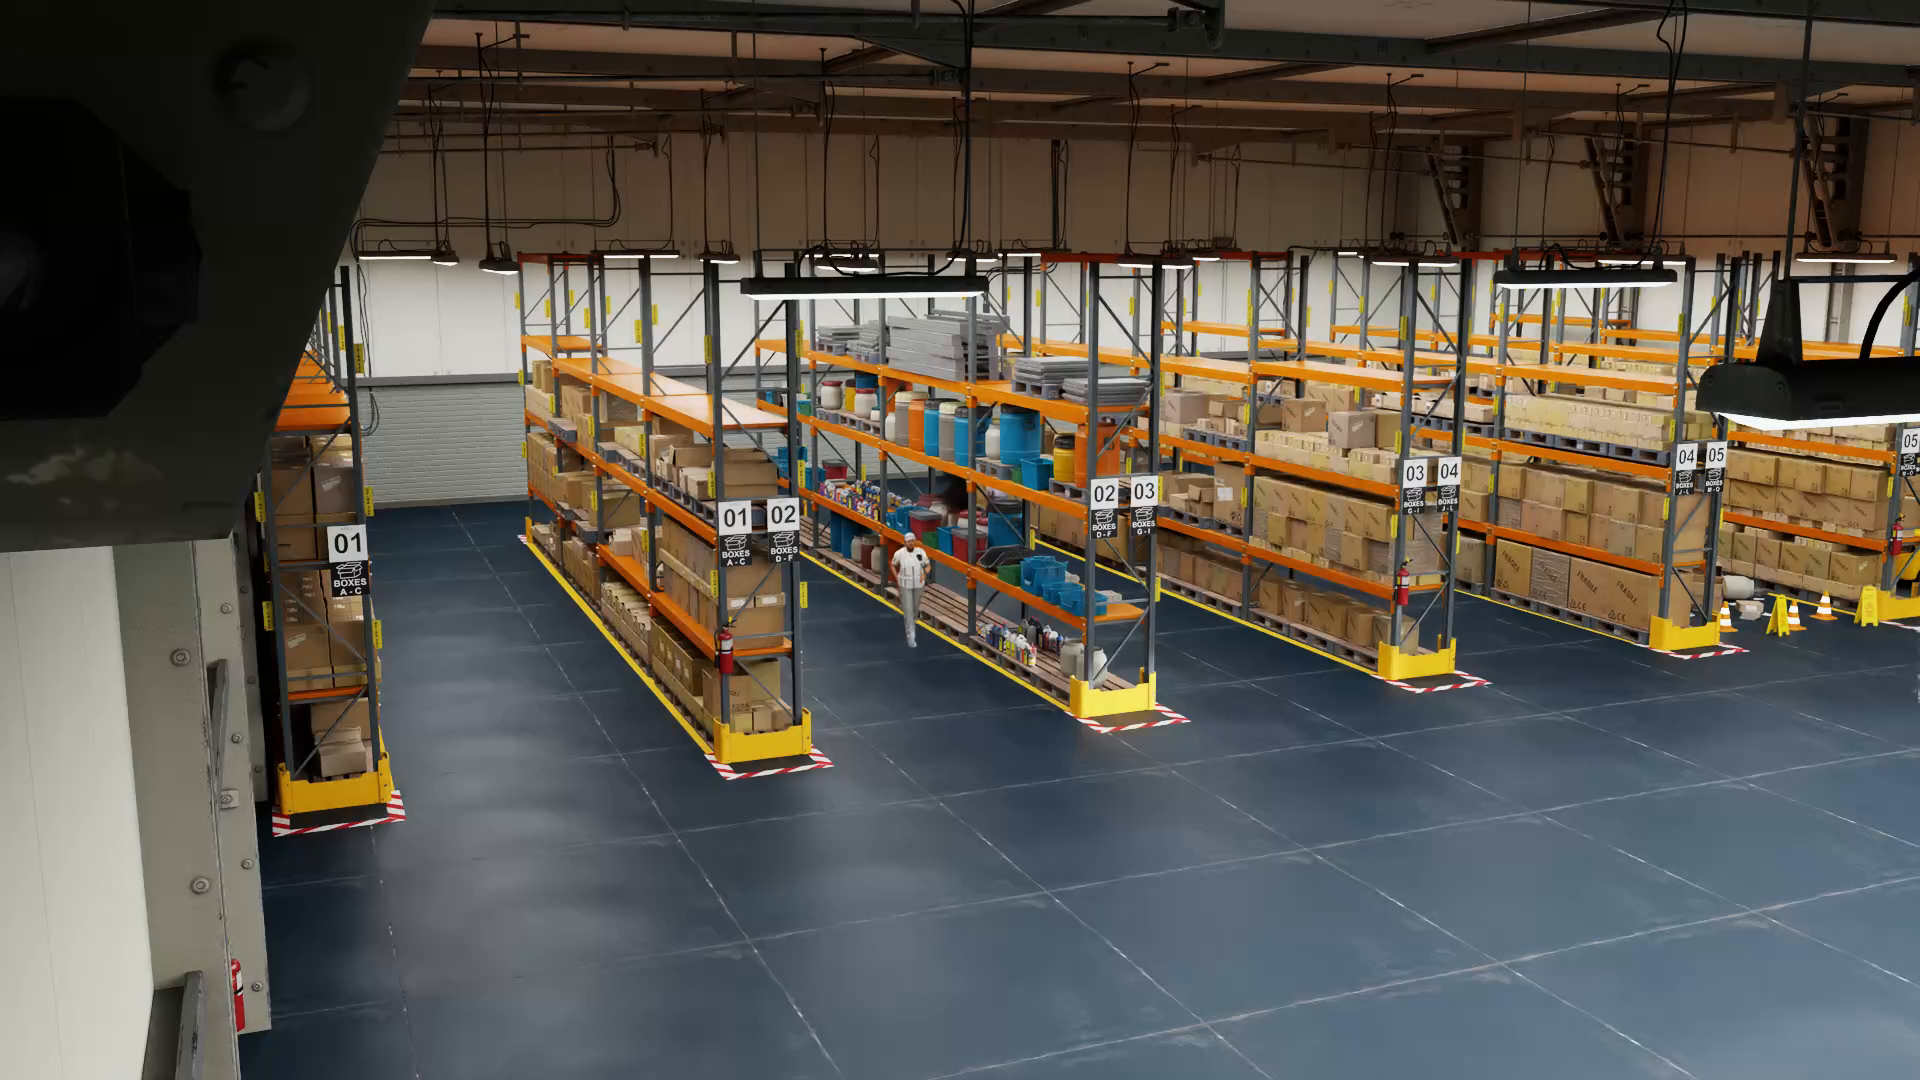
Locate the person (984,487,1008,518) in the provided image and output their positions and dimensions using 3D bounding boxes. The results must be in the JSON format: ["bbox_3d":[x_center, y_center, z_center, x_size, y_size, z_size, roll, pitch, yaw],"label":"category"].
[{"bbox_3d":[0.731,-0.545,33.609,0.578,1.650,1.076,-5,12,-26],"label":"person"}]

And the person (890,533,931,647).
[{"bbox_3d":[-0.718,0.730,24.820,0.599,1.721,0.767,-3,11,-14],"label":"person"}]
